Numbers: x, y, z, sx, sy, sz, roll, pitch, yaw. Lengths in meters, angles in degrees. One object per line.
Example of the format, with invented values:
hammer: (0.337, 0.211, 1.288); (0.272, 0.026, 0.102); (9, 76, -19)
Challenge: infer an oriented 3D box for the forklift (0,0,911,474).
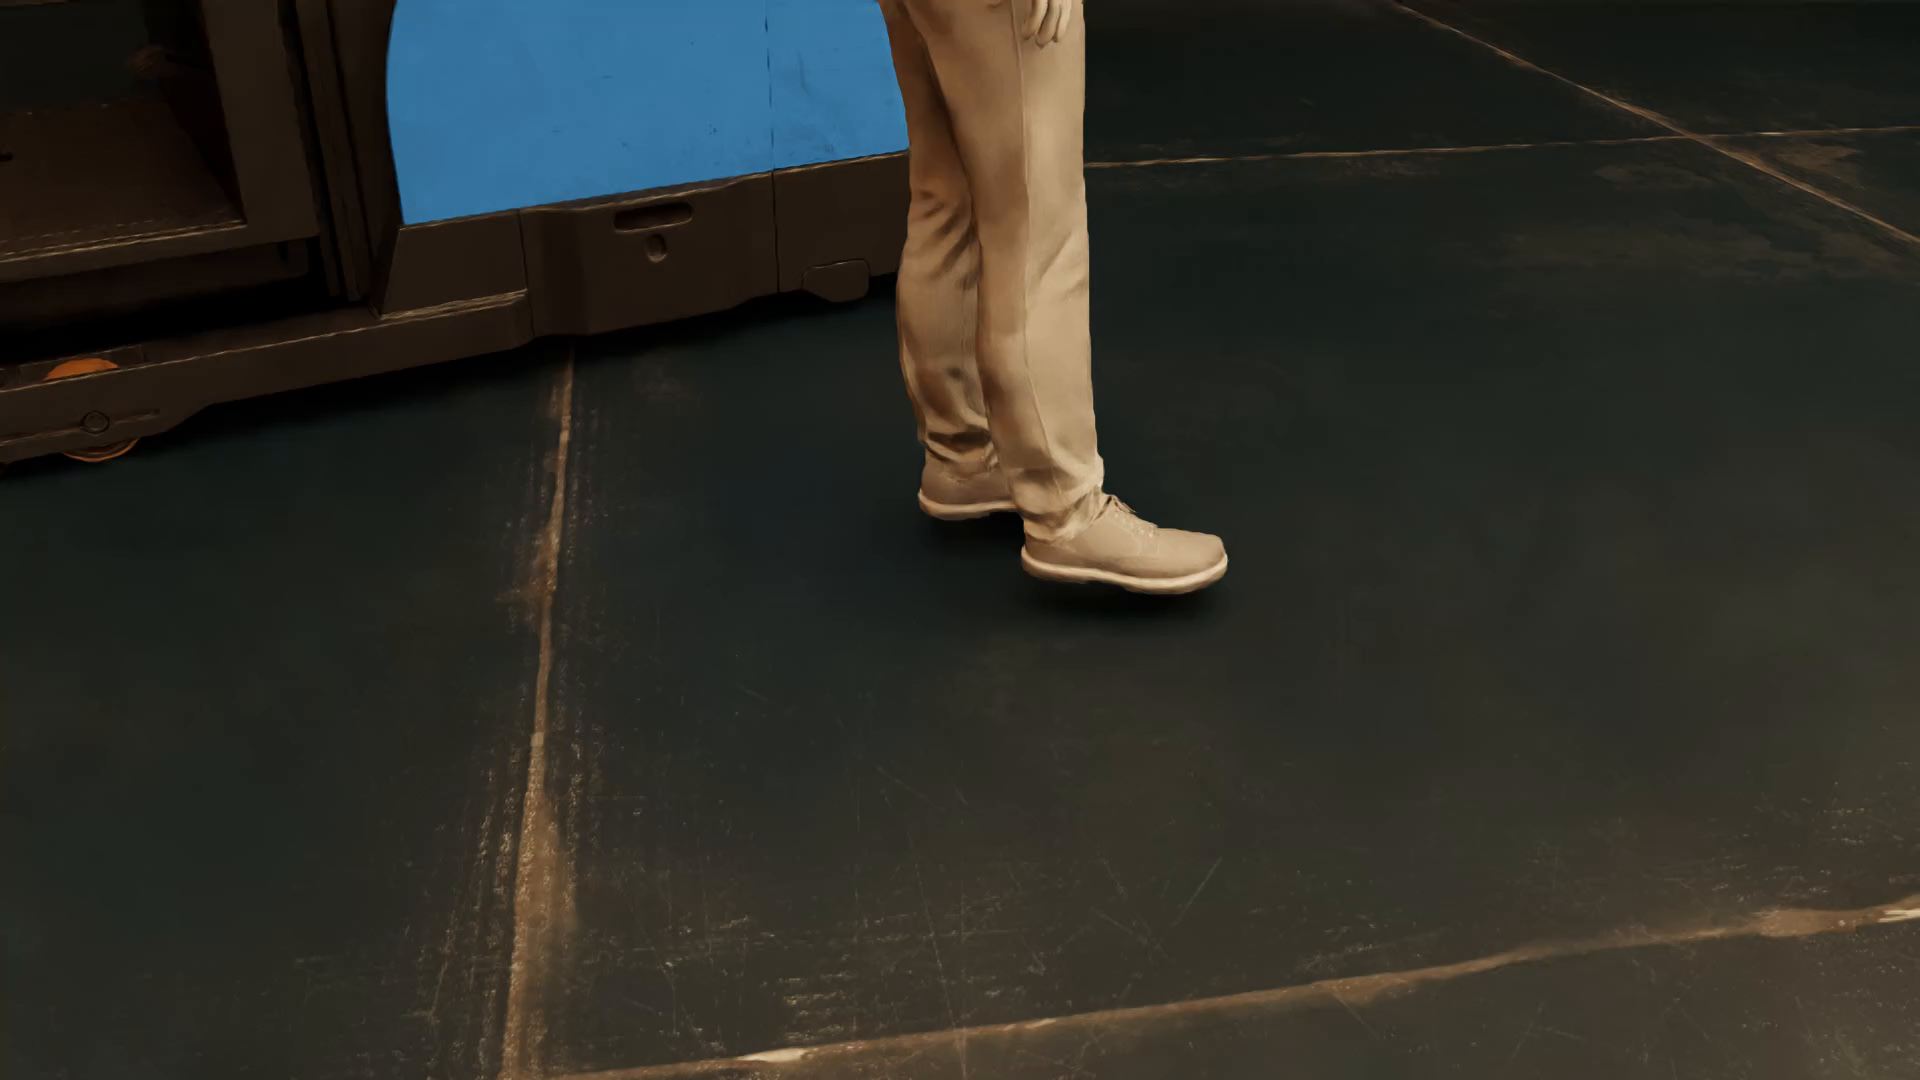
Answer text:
forklift: (-1.600, -1.662, 2.505); (3.031, 2.935, 1.130); (-15, 31, -26)

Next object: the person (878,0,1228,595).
person: (0.067, -0.792, 2.085); (0.534, 1.695, 0.586); (-5, 28, -9)
